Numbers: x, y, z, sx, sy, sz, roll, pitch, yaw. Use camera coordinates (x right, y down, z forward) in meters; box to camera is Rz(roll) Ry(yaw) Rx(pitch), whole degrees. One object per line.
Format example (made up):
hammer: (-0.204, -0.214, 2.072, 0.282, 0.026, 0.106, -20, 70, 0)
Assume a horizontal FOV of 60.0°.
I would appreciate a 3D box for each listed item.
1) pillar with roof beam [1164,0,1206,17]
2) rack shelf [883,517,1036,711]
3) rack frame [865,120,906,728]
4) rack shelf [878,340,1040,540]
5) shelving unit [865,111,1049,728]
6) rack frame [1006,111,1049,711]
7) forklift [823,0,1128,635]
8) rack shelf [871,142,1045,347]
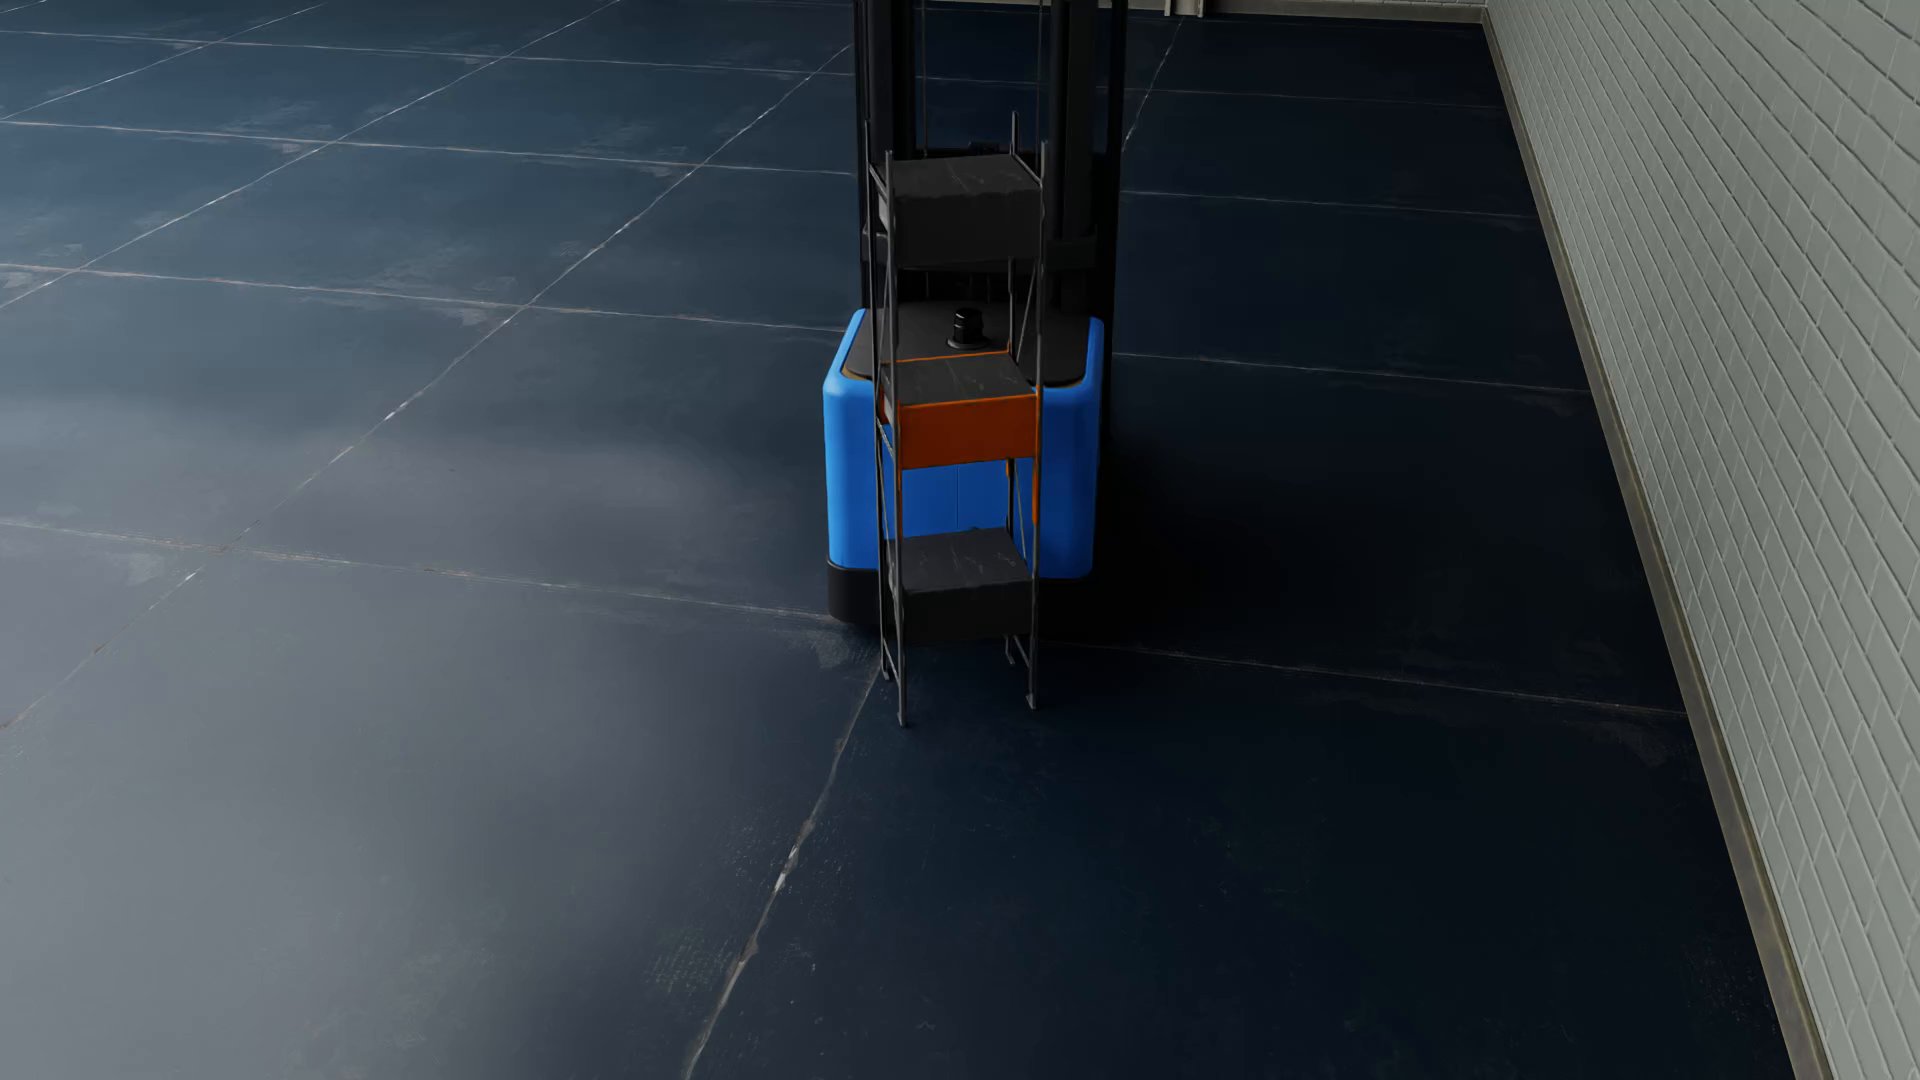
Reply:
pillar with roof beam: (1.430, -7.372, 11.346, 0.400, 9.000, 9.100, 6, 29, 11)
rack shelf: (-0.011, 0.264, 6.066, 0.480, 0.518, 0.431, -6, 29, -11)
rack frame: (-0.251, -0.336, 5.676, 0.015, 2.100, 0.400, -6, 29, -11)
rack shelf: (-0.013, -0.350, 5.730, 0.480, 0.518, 0.431, -6, 29, -11)
shelving unit: (-0.013, -0.362, 5.723, 0.503, 2.100, 0.431, -6, 29, -11)
rack frame: (0.225, -0.389, 5.770, 0.015, 2.100, 0.400, -6, 29, -11)
forklift: (0.145, -1.600, 7.121, 1.130, 2.935, 3.031, 3, 29, 5)
rack shelf: (-0.015, -0.964, 5.393, 0.480, 0.518, 0.431, -6, 29, -11)
